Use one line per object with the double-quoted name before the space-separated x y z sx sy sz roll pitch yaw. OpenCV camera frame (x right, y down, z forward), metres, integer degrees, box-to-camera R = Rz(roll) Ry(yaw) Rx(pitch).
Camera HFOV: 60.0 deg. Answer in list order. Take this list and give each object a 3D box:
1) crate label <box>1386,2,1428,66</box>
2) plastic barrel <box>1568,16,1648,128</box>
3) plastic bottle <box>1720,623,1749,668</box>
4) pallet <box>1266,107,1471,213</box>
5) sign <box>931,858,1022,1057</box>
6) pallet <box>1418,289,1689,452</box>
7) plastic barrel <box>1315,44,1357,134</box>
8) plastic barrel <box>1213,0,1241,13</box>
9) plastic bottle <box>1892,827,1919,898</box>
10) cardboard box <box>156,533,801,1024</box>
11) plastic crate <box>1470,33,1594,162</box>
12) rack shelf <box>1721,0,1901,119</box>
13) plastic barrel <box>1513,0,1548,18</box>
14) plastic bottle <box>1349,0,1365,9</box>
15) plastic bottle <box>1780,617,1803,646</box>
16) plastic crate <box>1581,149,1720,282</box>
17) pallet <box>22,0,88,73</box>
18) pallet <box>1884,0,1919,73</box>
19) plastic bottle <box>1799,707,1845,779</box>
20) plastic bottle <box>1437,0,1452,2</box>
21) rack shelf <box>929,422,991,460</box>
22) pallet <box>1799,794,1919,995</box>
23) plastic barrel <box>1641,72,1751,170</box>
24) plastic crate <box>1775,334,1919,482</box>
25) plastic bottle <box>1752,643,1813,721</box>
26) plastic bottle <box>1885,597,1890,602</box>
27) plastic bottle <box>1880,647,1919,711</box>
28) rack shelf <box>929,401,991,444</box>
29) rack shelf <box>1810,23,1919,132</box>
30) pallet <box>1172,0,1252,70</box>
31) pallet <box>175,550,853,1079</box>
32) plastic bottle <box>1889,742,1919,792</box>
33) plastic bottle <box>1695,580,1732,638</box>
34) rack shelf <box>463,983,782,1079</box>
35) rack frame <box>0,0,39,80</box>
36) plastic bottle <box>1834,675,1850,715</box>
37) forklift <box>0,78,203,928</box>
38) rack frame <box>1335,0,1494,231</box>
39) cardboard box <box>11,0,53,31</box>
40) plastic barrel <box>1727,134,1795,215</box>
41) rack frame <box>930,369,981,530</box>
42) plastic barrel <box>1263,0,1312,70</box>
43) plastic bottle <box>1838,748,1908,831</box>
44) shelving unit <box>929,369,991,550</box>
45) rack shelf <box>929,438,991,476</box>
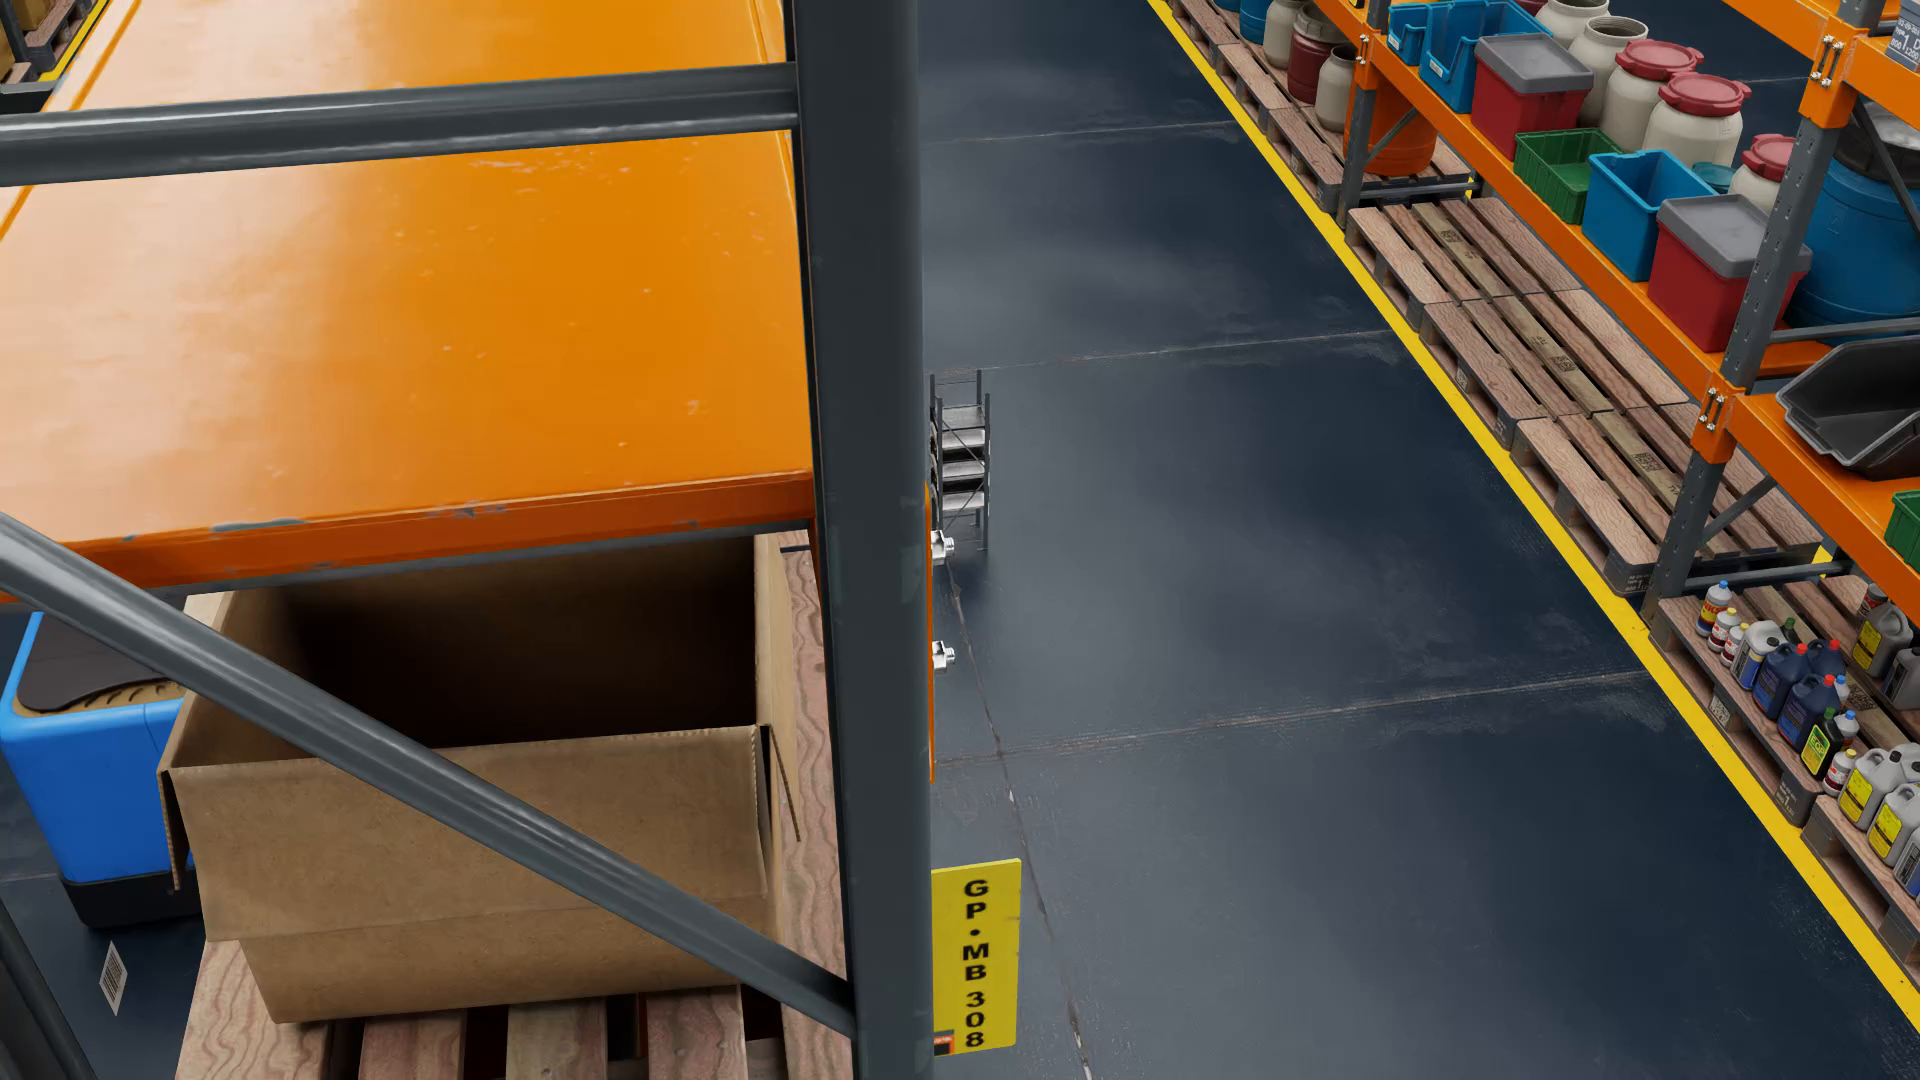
"crate label" 2.648 -2.909 9.586 0.303 0.233 0.416 -6 38 -8
"plastic barrel" 3.408 -2.461 8.782 0.421 0.512 0.421 0 38 0
"plastic bottle" 3.305 0.440 7.061 0.097 0.201 0.097 0 38 0
"pallet" 2.764 -2.640 11.377 1.003 0.211 1.213 -6 38 -8
"sign" 0.016 0.475 1.871 0.100 0.325 0.005 -6 38 -8
"pallet" 3.252 -0.961 9.215 1.003 0.211 1.213 -6 38 -8
"plastic barrel" 2.654 -3.078 11.353 0.421 0.512 0.421 0 38 0
"plastic barrel" 2.321 -4.693 13.113 0.600 0.901 0.708 -6 38 -8
"plastic bottle" 3.551 1.163 6.070 0.152 0.276 0.135 -7 38 -9
"cardboard box" -0.628 0.299 2.335 0.797 0.503 0.637 -4 38 -5
"plastic crate" 2.926 -2.286 8.596 0.402 0.464 0.583 -6 38 -8
"rack shelf" 3.294 -2.962 7.660 1.077 0.370 4.000 -6 38 -8
"plastic barrel" 3.323 -3.076 9.553 0.600 0.536 0.708 -6 38 -8
"plastic bottle" 2.453 -3.422 10.205 0.061 0.283 0.133 -6 38 -8
"plastic bottle" 3.457 0.465 6.962 0.061 0.283 0.133 -6 38 -8
"plastic crate" 3.145 -1.480 7.624 0.392 0.384 0.575 -6 38 -8
"pallet" -7.568 -3.987 13.110 1.003 0.211 1.213 -6 38 -8
"pallet" 3.867 -1.539 5.394 1.213 0.211 1.003 -6 38 -8
"plastic bottle" 3.399 0.795 6.537 0.061 0.283 0.133 -5 38 -6
"plastic bottle" 3.036 -3.501 10.312 0.152 0.276 0.135 -6 38 -8
"rack shelf" -0.001 -0.476 7.790 0.258 0.077 0.200 -6 38 -8
"pallet" 3.939 1.396 6.181 1.003 0.211 1.213 -6 38 -8
"plastic barrel" 3.564 -1.952 8.107 0.433 0.535 0.433 0 38 0
"plastic crate" 3.611 -0.500 6.399 0.767 0.338 0.504 -6 38 -8
"plastic bottle" 3.378 0.551 6.797 0.144 0.351 0.185 -5 38 -7
"plastic bottle" 4.054 0.300 7.174 0.061 0.283 0.133 -4 38 -6
"plastic bottle" 3.934 0.553 6.855 0.152 0.276 0.135 -6 38 -8
"rack shelf" -0.001 -0.547 7.735 0.258 0.077 0.200 -6 38 -8
"rack shelf" 3.995 -0.546 4.550 1.077 0.370 4.000 -6 38 -8
"pallet" 2.336 -4.114 13.274 1.003 0.211 1.213 -6 38 -8
"pallet" -0.630 0.513 2.672 1.003 0.211 1.213 -6 38 -8
"plastic bottle" 3.627 0.920 6.383 0.152 0.276 0.135 -6 38 -8
"plastic bottle" 3.269 0.289 7.198 0.097 0.271 0.097 0 38 0
"rack shelf" -0.882 -0.016 3.867 1.077 0.370 4.000 -6 38 -8
"rack frame" -7.511 -4.620 11.652 1.000 3.000 0.127 -6 38 -8
"plastic bottle" 3.522 0.656 6.725 0.097 0.271 0.097 0 38 0
"forklift" -3.074 -0.621 6.561 1.130 2.935 3.031 -7 38 -9
"rack frame" 2.943 -3.270 9.914 1.000 3.000 0.127 -6 38 -8
"cardboard box" -7.542 -4.262 12.886 0.700 0.500 0.500 -6 38 -7
"plastic barrel" 3.693 -1.509 7.537 0.433 0.535 0.433 0 38 0
"rack frame" -0.019 -0.422 7.959 0.240 0.900 0.006 -6 38 -8
"plastic barrel" 2.456 -3.761 12.231 0.421 0.512 0.421 0 38 0
"plastic bottle" 3.485 0.921 6.320 0.144 0.351 0.185 -7 38 -8
"shelving unit" -0.001 -0.360 7.880 0.258 0.900 0.210 -6 38 -8
"rack shelf" -0.001 -0.405 7.845 0.258 0.077 0.200 -6 38 -8
